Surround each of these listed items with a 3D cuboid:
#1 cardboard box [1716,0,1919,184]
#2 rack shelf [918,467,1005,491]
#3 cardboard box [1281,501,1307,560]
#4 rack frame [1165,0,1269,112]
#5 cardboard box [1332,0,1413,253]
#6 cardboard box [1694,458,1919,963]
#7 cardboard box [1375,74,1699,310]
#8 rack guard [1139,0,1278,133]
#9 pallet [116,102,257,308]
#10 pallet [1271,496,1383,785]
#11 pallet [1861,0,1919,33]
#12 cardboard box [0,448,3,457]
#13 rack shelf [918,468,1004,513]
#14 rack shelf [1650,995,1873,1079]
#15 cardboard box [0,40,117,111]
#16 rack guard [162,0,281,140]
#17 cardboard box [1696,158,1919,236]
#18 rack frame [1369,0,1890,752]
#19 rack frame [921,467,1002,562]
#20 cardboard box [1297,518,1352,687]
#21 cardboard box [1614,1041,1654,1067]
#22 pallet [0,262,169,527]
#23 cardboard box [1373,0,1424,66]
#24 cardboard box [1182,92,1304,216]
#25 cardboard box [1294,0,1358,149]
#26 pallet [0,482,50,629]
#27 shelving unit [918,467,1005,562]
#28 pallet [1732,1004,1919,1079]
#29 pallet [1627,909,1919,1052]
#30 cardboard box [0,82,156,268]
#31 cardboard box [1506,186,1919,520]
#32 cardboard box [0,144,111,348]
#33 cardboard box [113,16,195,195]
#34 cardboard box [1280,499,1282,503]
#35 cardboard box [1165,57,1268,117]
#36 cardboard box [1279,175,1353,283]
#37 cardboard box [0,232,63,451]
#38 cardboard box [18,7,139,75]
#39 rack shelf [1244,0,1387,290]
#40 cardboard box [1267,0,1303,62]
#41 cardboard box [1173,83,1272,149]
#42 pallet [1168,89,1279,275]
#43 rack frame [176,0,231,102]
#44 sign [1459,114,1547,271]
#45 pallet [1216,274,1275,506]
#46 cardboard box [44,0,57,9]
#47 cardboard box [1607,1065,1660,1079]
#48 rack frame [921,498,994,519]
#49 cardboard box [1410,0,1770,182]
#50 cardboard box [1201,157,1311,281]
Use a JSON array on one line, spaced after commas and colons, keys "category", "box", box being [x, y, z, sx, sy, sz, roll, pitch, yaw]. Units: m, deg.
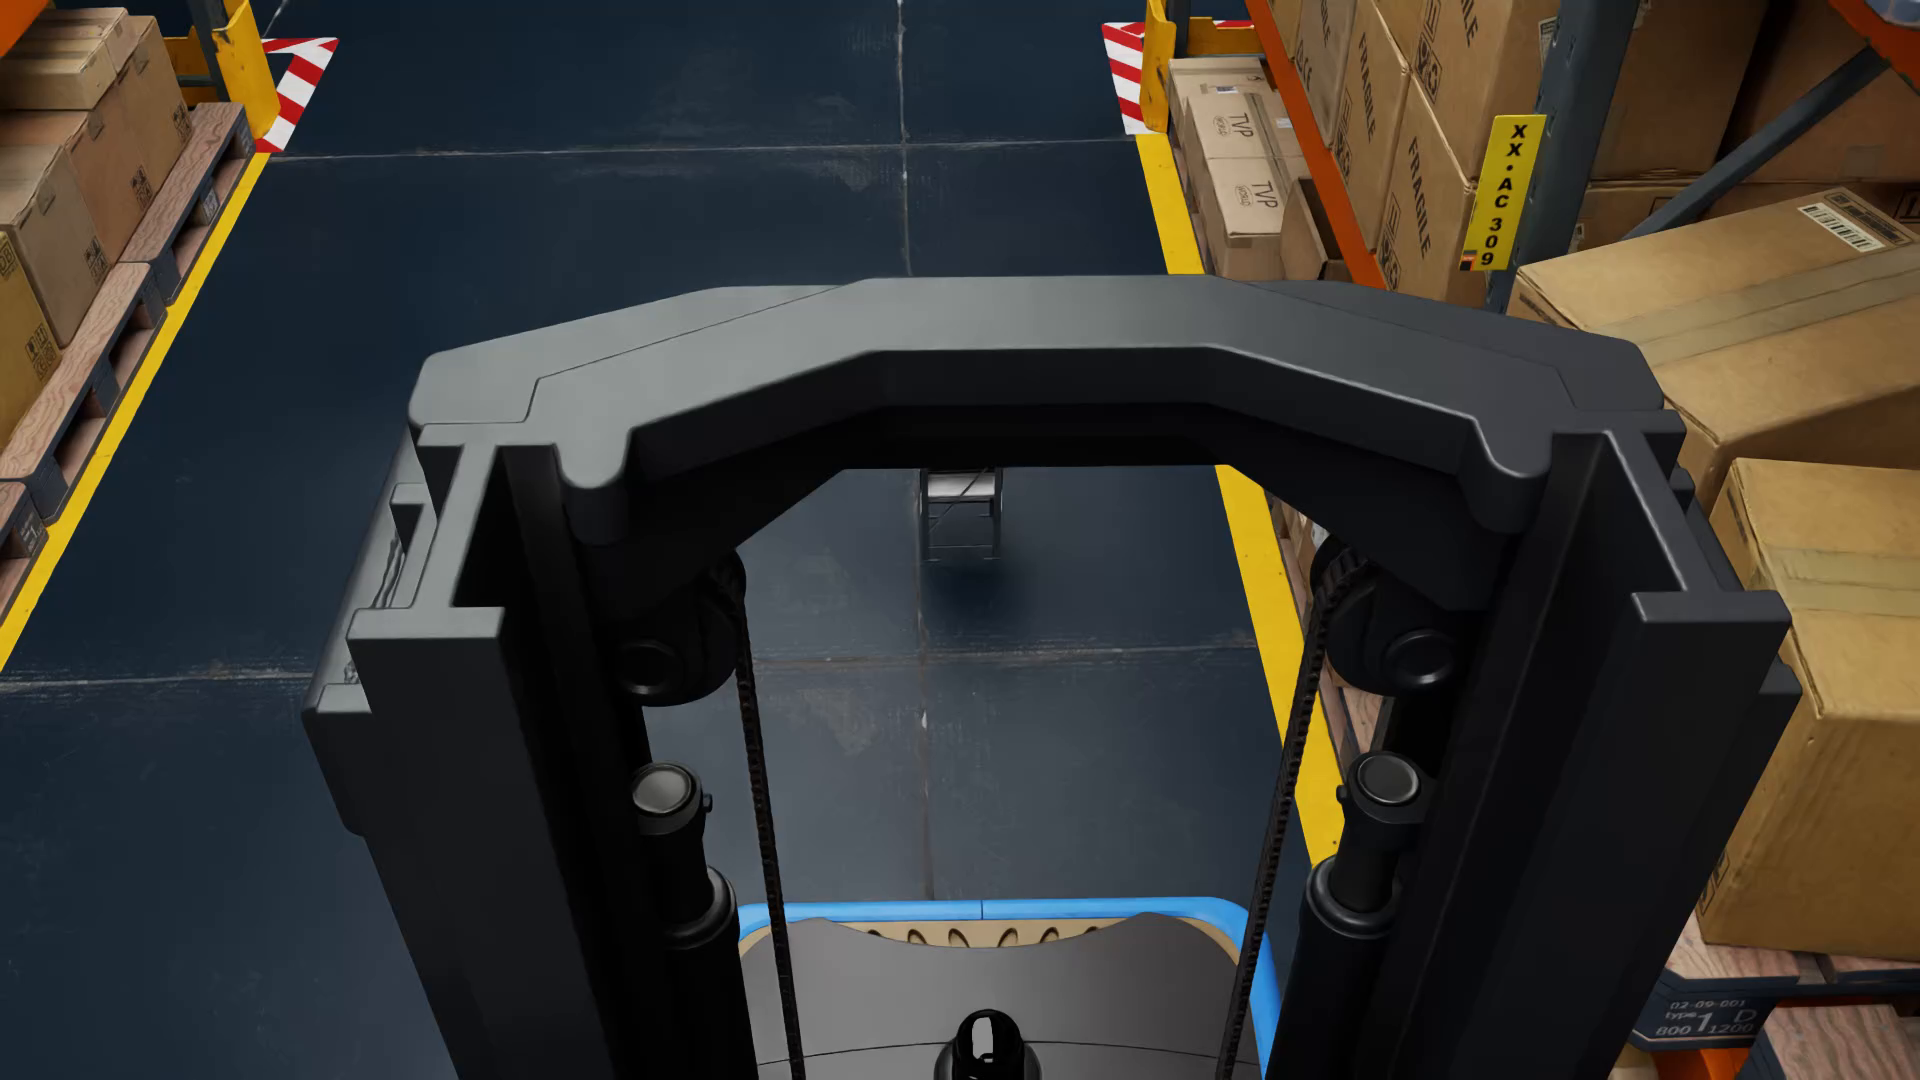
[{"category": "cardboard box", "box": [1.811, -1.073, 3.387, 0.500, 0.500, 0.500, -1, 43, -1]}, {"category": "rack shelf", "box": [0.000, -0.246, 5.035, 0.258, 0.077, 0.200, -2, 43, -2]}, {"category": "cardboard box", "box": [1.166, -0.081, 4.903, 0.380, 0.149, 0.250, -2, 43, -2]}, {"category": "rack frame", "box": [1.380, -3.042, 6.349, 1.000, 3.000, 0.127, -2, 43, -2]}, {"category": "cardboard box", "box": [1.249, -1.057, 4.109, 0.500, 0.500, 0.500, -1, 43, -1]}, {"category": "cardboard box", "box": [1.439, 0.255, 2.367, 0.700, 0.500, 0.500, 5, 43, 5]}, {"category": "cardboard box", "box": [1.272, -0.709, 3.729, 0.500, 0.500, 0.500, -1, 43, -1]}, {"category": "rack guard", "box": [1.383, -2.069, 7.138, 1.175, 0.500, 0.348, -2, 43, -2]}, {"category": "pallet", "box": [-3.457, -1.332, 6.547, 1.003, 0.211, 1.213, -2, 43, -2]}, {"category": "pallet", "box": [1.522, 0.223, 4.851, 1.003, 0.211, 1.213, -2, 43, -2]}, {"category": "pallet", "box": [1.507, -0.936, 1.970, 1.213, 0.211, 1.003, -2, 43, -2]}, {"category": "cardboard box", "box": [-3.347, -0.277, 4.872, 0.700, 0.500, 0.500, -2, 43, -2]}, {"category": "rack shelf", "box": [0.000, -0.180, 5.096, 0.258, 0.077, 0.200, -2, 43, -2]}, {"category": "rack shelf", "box": [1.635, 1.274, 2.173, 1.077, 0.370, 4.000, -2, 43, -2]}, {"category": "cardboard box", "box": [-3.240, -1.646, 5.885, 0.380, 0.149, 0.250, -1, 43, -1]}, {"category": "rack guard", "box": [-3.570, -1.992, 7.053, 1.175, 0.500, 0.348, -2, 43, -2]}, {"category": "cardboard box", "box": [1.800, -0.731, 3.753, 0.500, 0.500, 0.500, -1, 43, -1]}, {"category": "rack frame", "box": [1.550, -0.342, 3.403, 1.000, 3.000, 0.127, -2, 43, -2]}, {"category": "rack frame", "box": [0.004, -0.269, 4.877, 0.240, 0.900, 0.006, -2, 43, -2]}, {"category": "cardboard box", "box": [1.242, 0.041, 4.510, 0.500, 0.500, 0.500, -2, 43, -2]}, {"category": "cardboard box", "box": [1.361, 1.111, 3.342, 0.500, 0.500, 0.500, -1, 43, -1]}, {"category": "pallet", "box": [-3.408, -0.510, 5.651, 1.003, 0.211, 1.213, -2, 43, -2]}, {"category": "cardboard box", "box": [1.245, -1.427, 3.773, 0.500, 0.500, 0.500, -2, 43, -3]}, {"category": "cardboard box", "box": [1.141, -1.478, 6.352, 0.500, 0.250, 0.500, -2, 43, -2]}, {"category": "cardboard box", "box": [1.225, -1.403, 4.487, 0.500, 0.500, 0.500, -1, 43, -1]}, {"category": "pallet", "box": [-3.353, 0.315, 4.750, 1.003, 0.211, 1.213, -2, 43, -2]}, {"category": "shelving unit", "box": [0.000, -0.337, 4.952, 0.258, 0.900, 0.210, -2, 43, -2]}, {"category": "pallet", "box": [1.633, 1.117, 1.954, 1.003, 0.211, 1.213, -2, 43, -2]}, {"category": "pallet", "box": [1.475, 0.272, 2.876, 1.003, 0.211, 1.213, -2, 43, -2]}, {"category": "cardboard box", "box": [-3.418, -1.323, 6.013, 0.700, 0.500, 0.500, -2, 43, -2]}, {"category": "cardboard box", "box": [1.347, -0.207, 2.871, 0.700, 0.500, 0.500, -15, 45, -16]}, {"category": "cardboard box", "box": [-3.396, -0.984, 5.642, 0.700, 0.500, 0.500, -3, 43, -3]}, {"category": "cardboard box", "box": [-3.439, -1.661, 6.381, 0.700, 0.500, 0.500, -2, 43, -2]}, {"category": "cardboard box", "box": [1.210, -0.396, 5.126, 0.500, 0.311, 0.500, -2, 43, -2]}, {"category": "cardboard box", "box": [1.054, -1.861, 6.844, 0.380, 0.149, 0.250, -2, 43, -2]}, {"category": "cardboard box", "box": [1.465, -0.852, 5.481, 0.797, 0.503, 0.637, -2, 43, -2]}, {"category": "cardboard box", "box": [-3.366, -0.624, 5.250, 0.700, 0.500, 0.500, -1, 43, -1]}, {"category": "cardboard box", "box": [-3.252, -1.819, 6.073, 0.380, 0.149, 0.250, -2, 43, -2]}, {"category": "rack shelf", "box": [1.465, -1.427, 5.119, 1.077, 0.370, 4.000, -2, 43, -2]}, {"category": "cardboard box", "box": [1.201, -1.747, 4.862, 0.500, 0.500, 0.500, -1, 43, -1]}, {"category": "cardboard box", "box": [1.065, -1.699, 6.654, 0.380, 0.166, 0.250, -2, 43, -2]}, {"category": "pallet", "box": [1.418, -1.425, 6.648, 1.003, 0.211, 1.213, -2, 43, -2]}, {"category": "rack frame", "box": [-3.569, -2.897, 6.191, 1.000, 3.000, 0.127, -2, 43, -2]}, {"category": "sign", "box": [1.008, -0.640, 3.088, 0.100, 0.325, 0.005, -2, 43, -2]}, {"category": "pallet", "box": [1.467, -0.603, 5.752, 1.003, 0.211, 1.213, -2, 43, -2]}, {"category": "cardboard box", "box": [-3.645, -1.979, 6.248, 0.380, 0.149, 0.250, -1, 43, -2]}, {"category": "cardboard box", "box": [1.369, 1.150, 2.745, 0.500, 0.250, 0.500, -2, 43, -2]}, {"category": "rack frame", "box": [-0.005, -0.406, 5.027, 0.240, 0.900, 0.006, -2, 43, -2]}, {"category": "cardboard box", "box": [1.270, -1.081, 3.396, 0.500, 0.500, 0.500, -1, 43, -2]}, {"category": "cardboard box", "box": [1.162, -1.140, 5.984, 0.500, 0.250, 0.500, -2, 43, -2]}]
